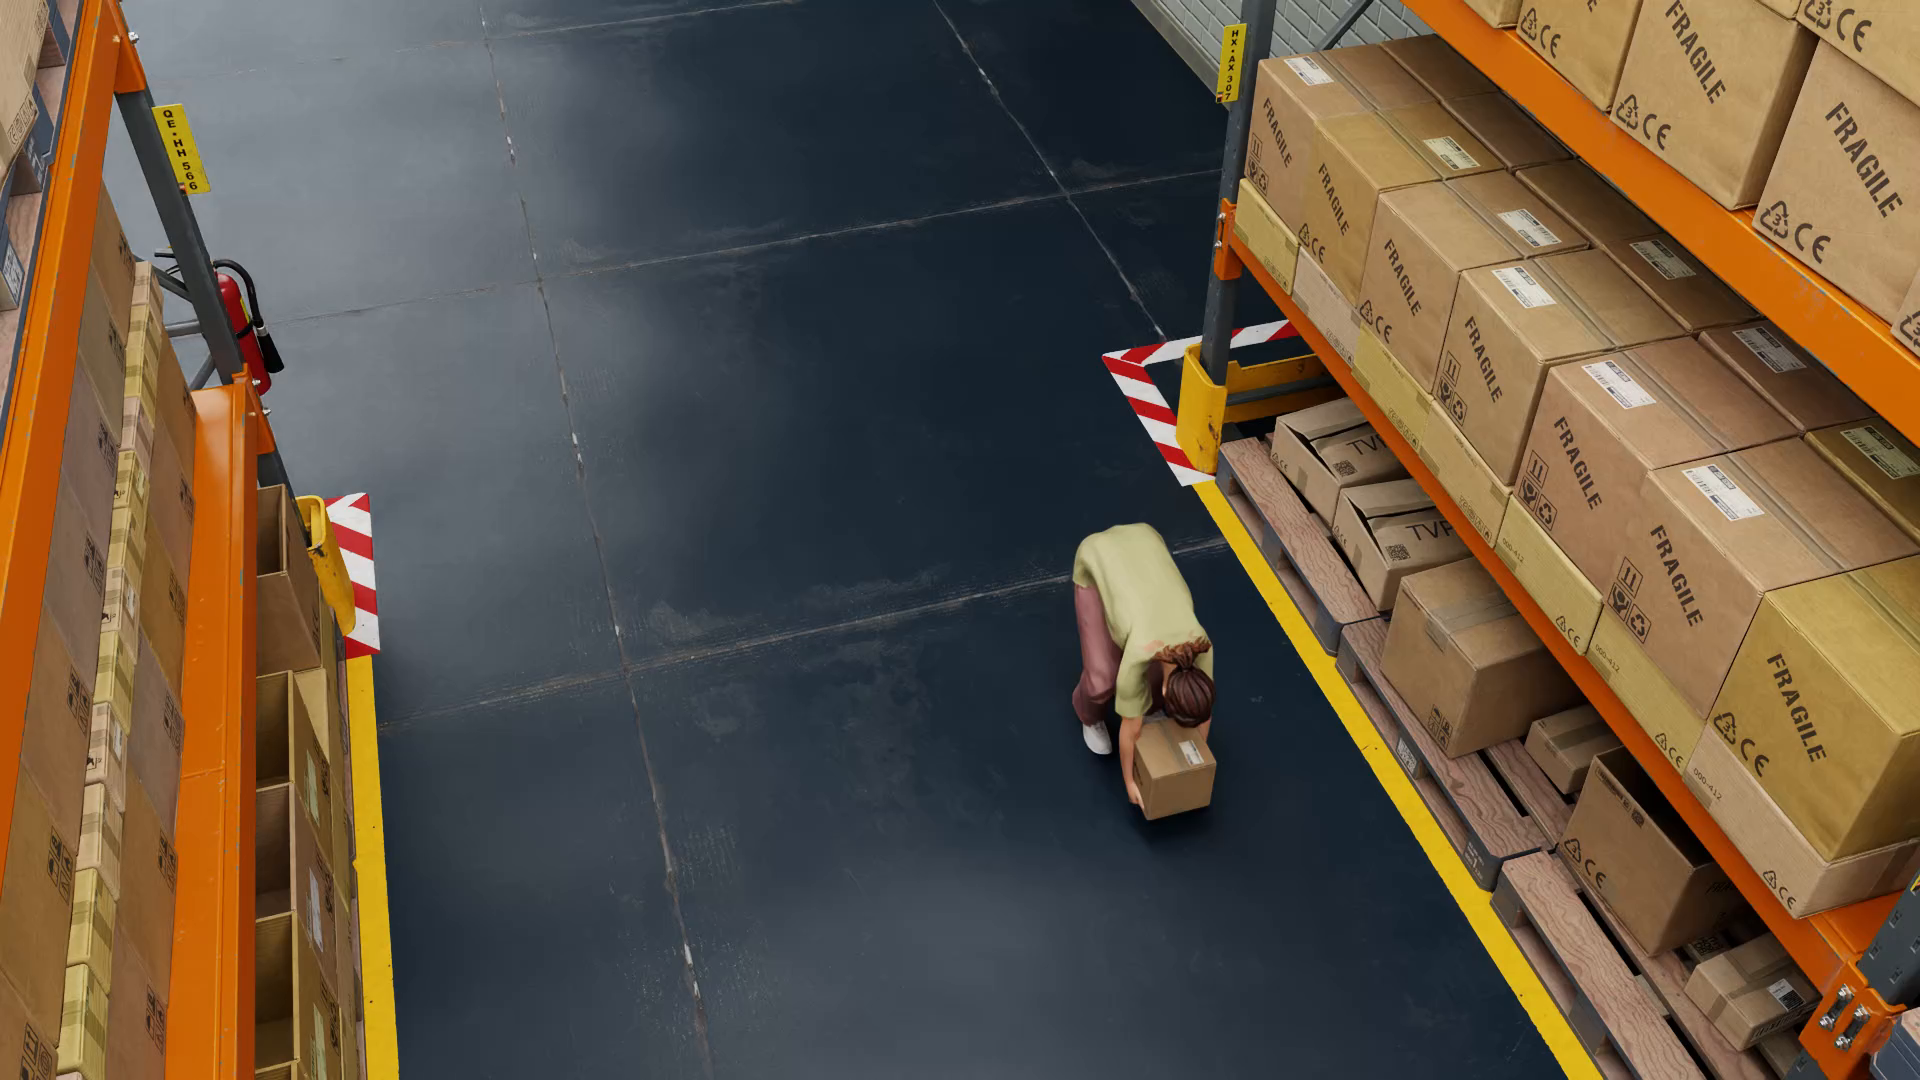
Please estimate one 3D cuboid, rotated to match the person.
[{"bbox_3d":[0.697,0.492,6.162,0.461,0.947,0.855,-14,44,-15],"label":"person"}]
